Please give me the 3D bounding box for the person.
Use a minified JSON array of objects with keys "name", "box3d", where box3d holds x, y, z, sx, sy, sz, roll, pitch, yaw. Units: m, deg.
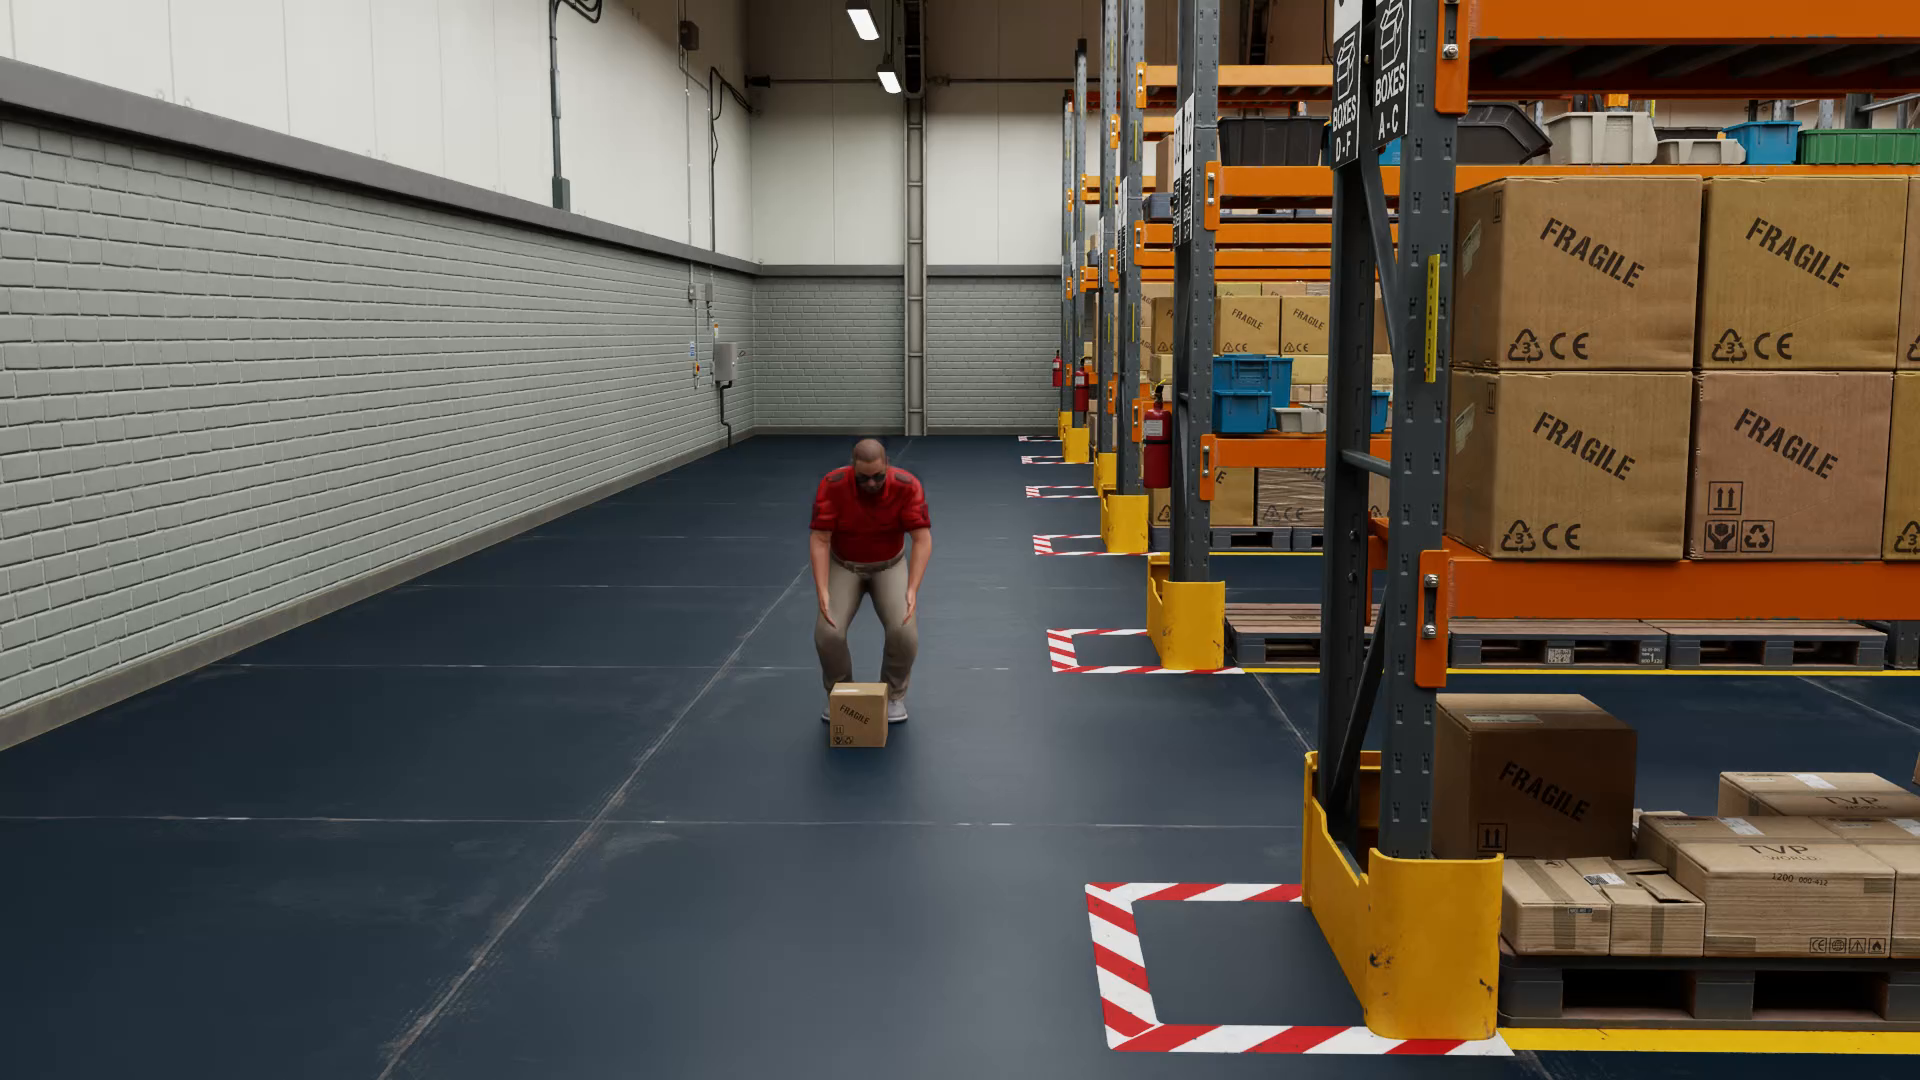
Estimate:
[{"name":"person","box3d":[-0.428,0.191,8.135,0.590,1.409,0.707,0,7,1]}]
